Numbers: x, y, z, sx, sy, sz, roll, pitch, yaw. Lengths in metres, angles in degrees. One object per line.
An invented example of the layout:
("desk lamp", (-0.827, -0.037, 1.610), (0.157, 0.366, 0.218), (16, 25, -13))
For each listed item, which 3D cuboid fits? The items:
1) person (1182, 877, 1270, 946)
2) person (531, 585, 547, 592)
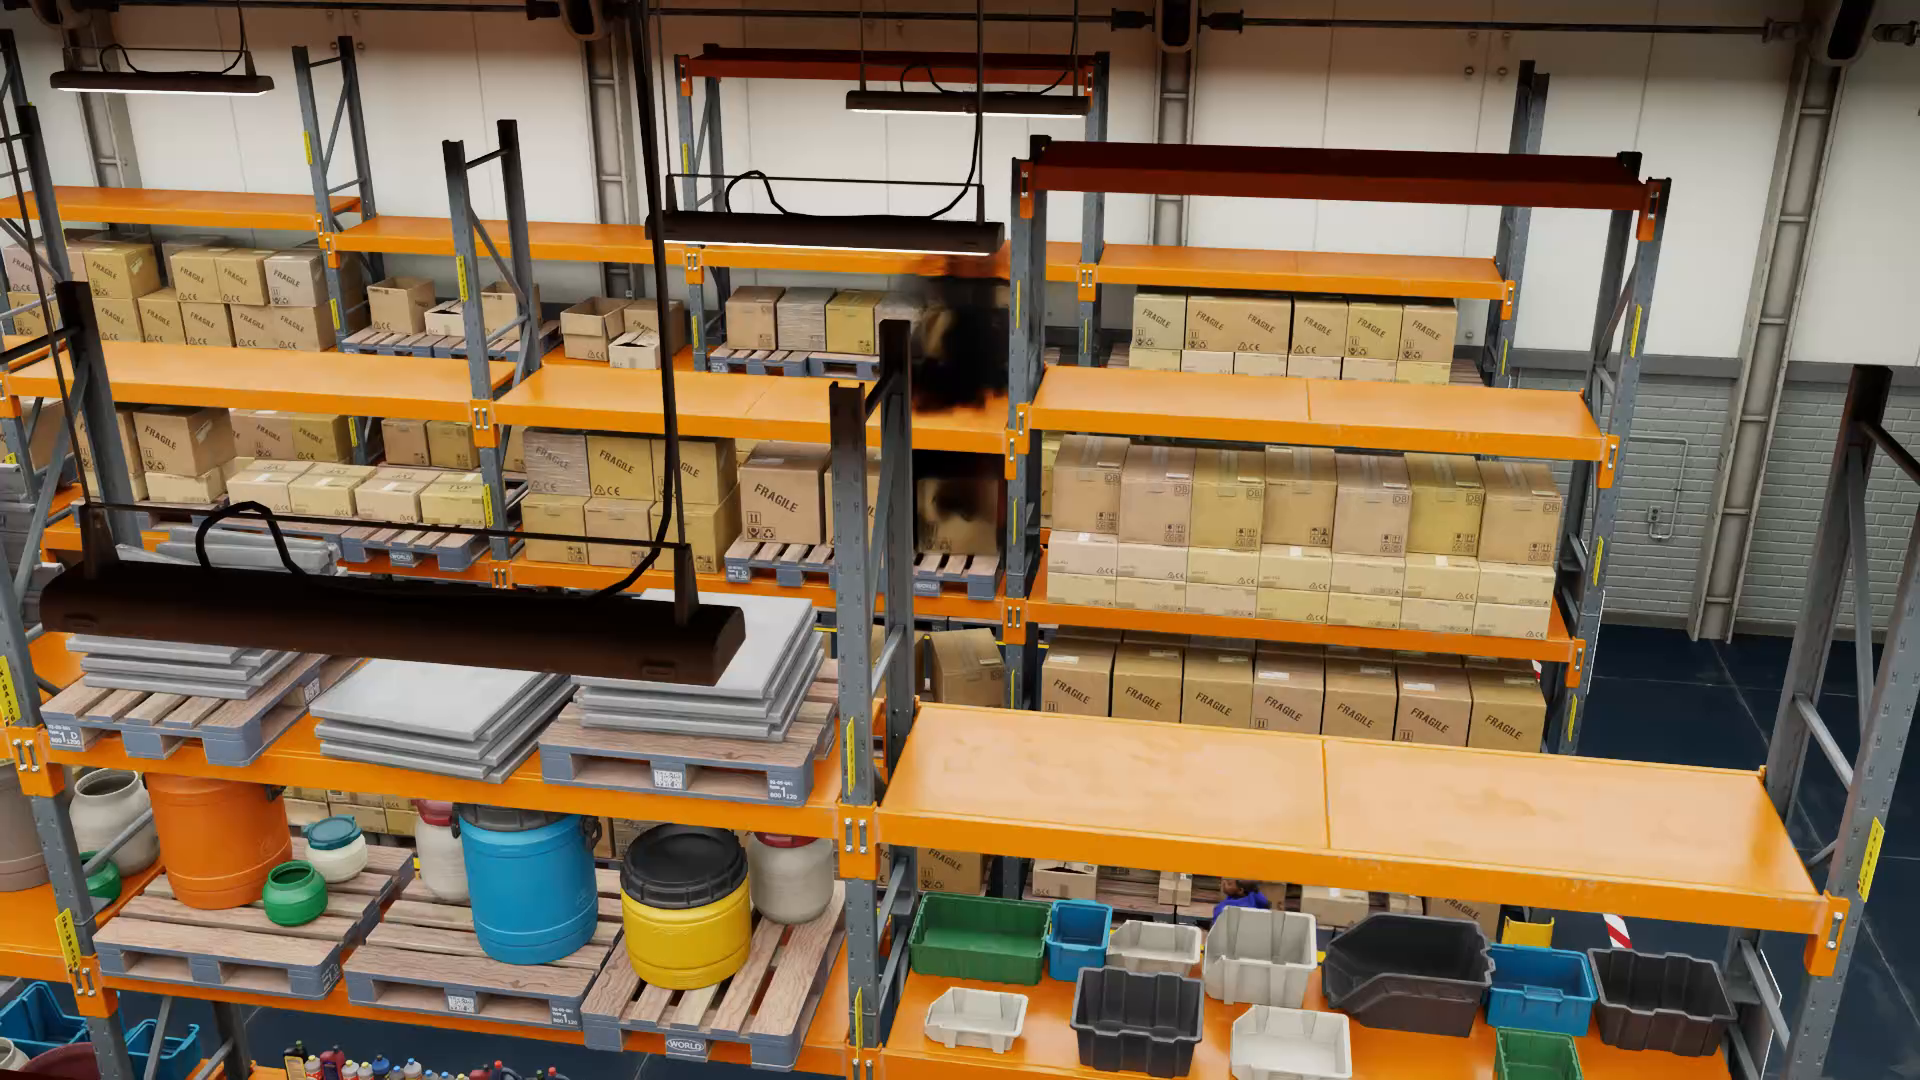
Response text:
("person", (1.877, 2.943, 11.331), (0.780, 1.702, 0.551), (0, 23, 1))
("person", (-3.850, 1.038, 15.613), (1.037, 1.776, 0.712), (2, 23, 6))
